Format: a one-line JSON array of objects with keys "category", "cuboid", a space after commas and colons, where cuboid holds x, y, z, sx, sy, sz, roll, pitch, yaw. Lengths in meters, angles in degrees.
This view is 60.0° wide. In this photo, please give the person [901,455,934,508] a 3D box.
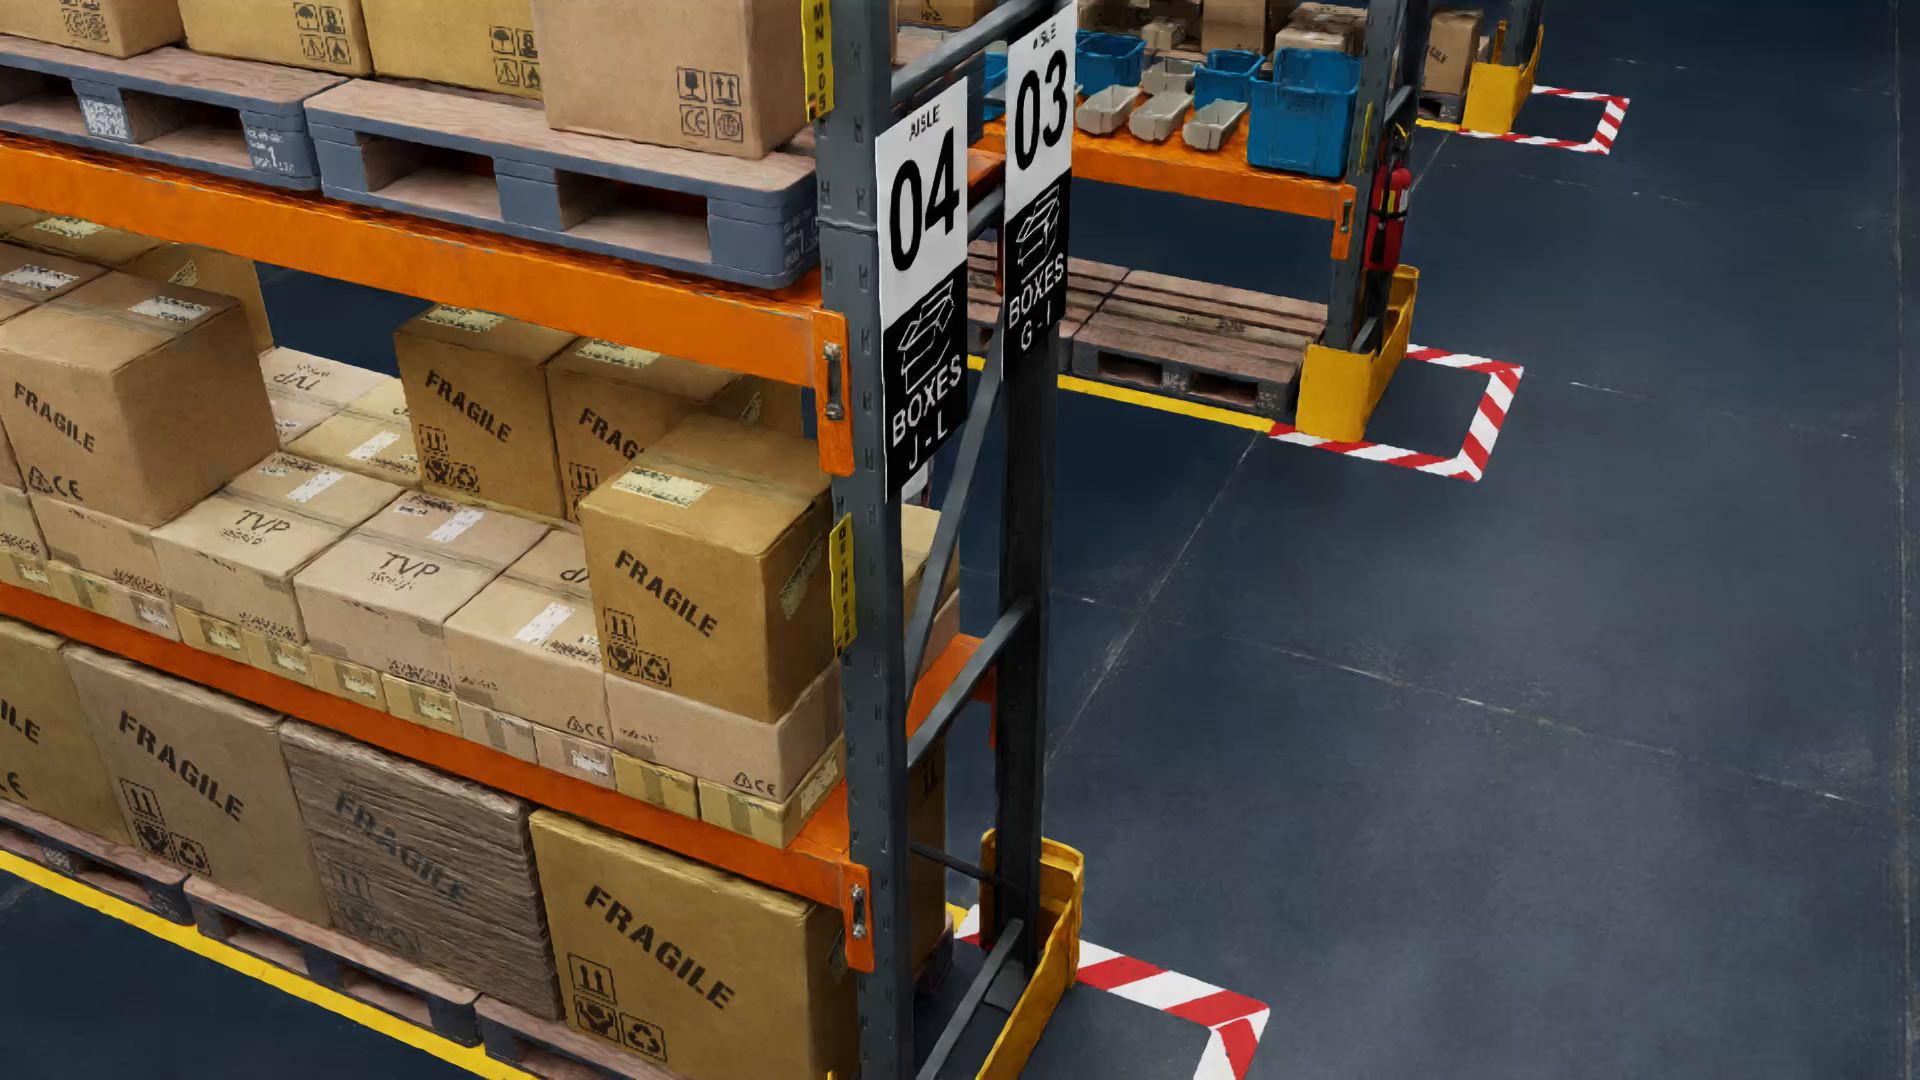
[{"category": "person", "cuboid": [-0.429, -0.221, 6.441, 0.782, 1.756, 0.536, 18, 38, 25]}]
